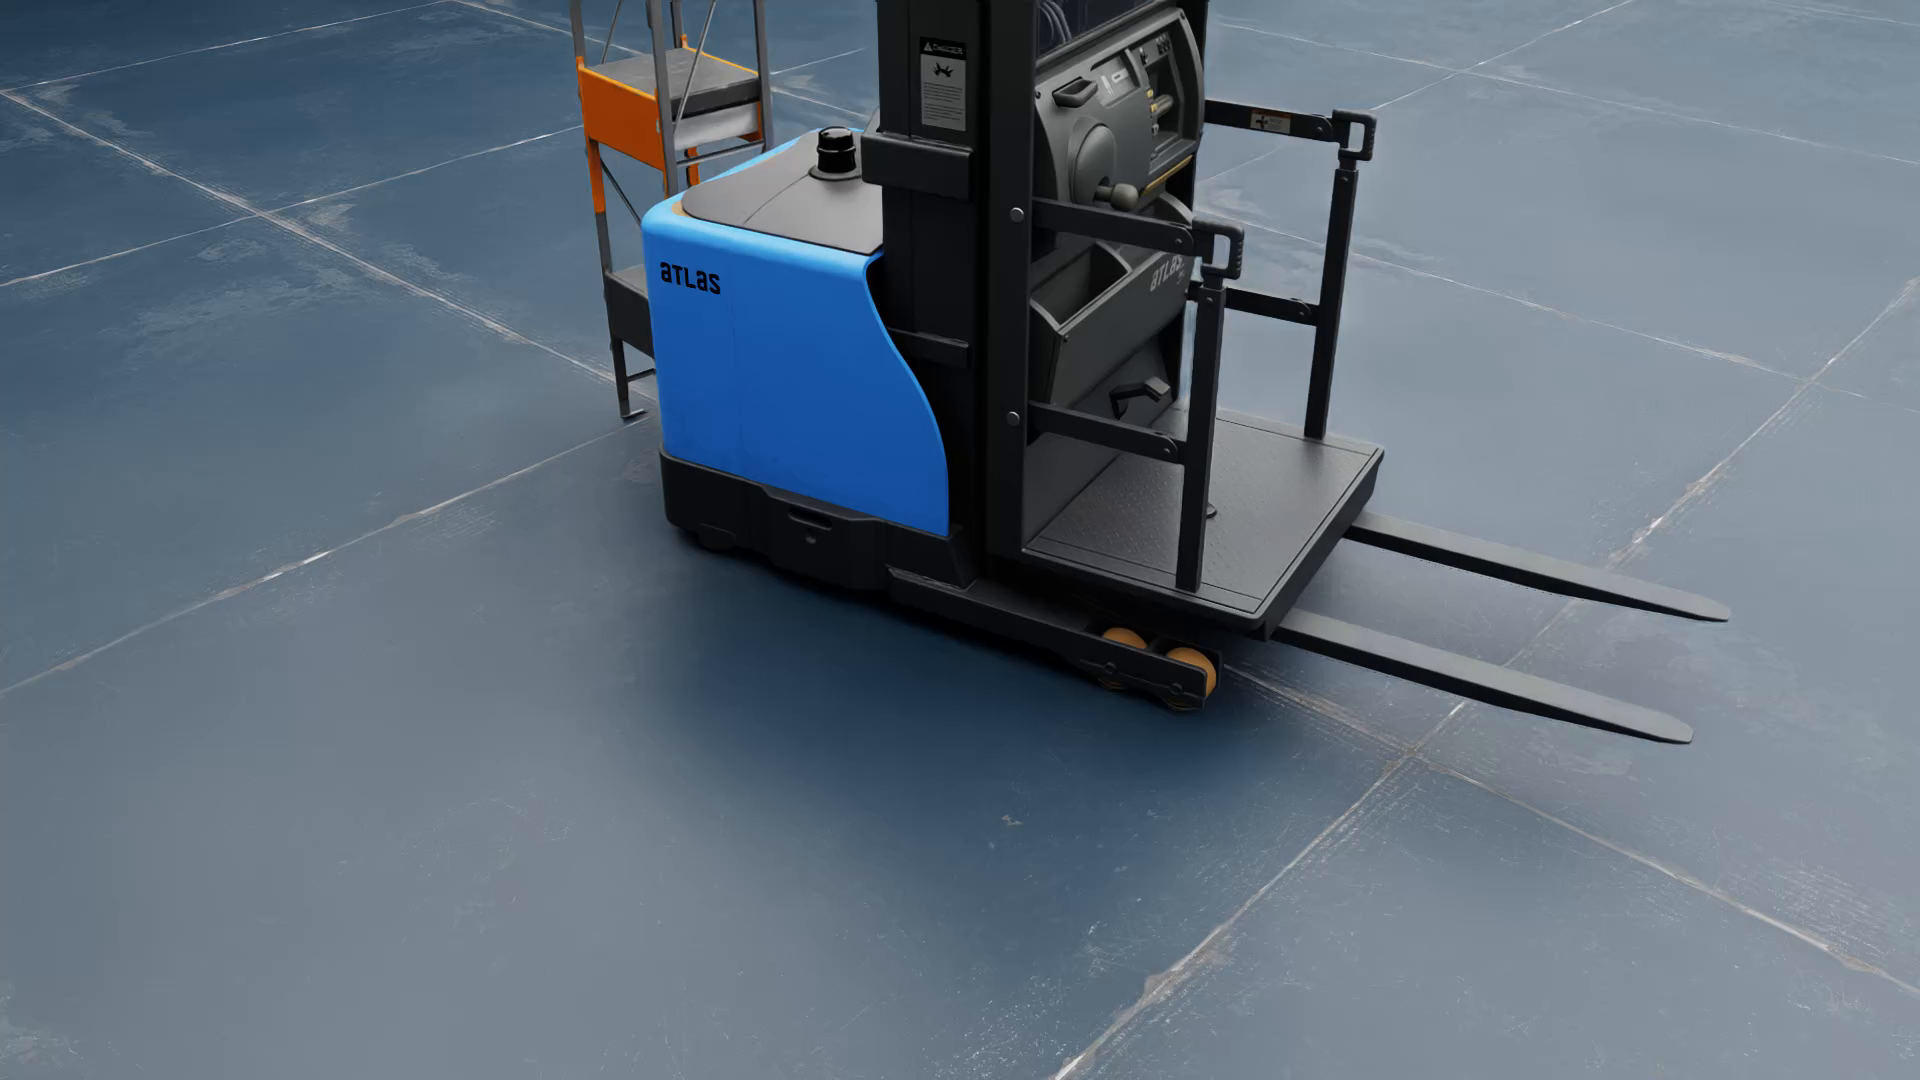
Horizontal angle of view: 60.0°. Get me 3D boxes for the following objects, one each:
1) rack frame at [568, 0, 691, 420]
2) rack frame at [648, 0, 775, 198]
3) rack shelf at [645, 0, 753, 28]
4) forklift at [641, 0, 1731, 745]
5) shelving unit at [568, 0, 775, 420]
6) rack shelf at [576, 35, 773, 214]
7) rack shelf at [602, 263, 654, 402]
[{"bbox_3d":[-1.069,-1.398,5.532,0.400,2.100,0.015,-24,39,-34],"label":"rack frame"},{"bbox_3d":[-0.751,-1.207,5.215,0.400,2.100,0.015,-24,39,-34],"label":"rack frame"},{"bbox_3d":[-0.914,-1.888,5.017,0.431,0.518,0.480,-24,39,-34],"label":"rack shelf"},{"bbox_3d":[0.607,-1.110,4.253,3.031,2.935,1.130,16,35,25],"label":"forklift"},{"bbox_3d":[-0.910,-1.302,5.374,0.431,2.100,0.503,-24,39,-34],"label":"shelving unit"},{"bbox_3d":[-0.910,-1.291,5.381,0.431,0.518,0.480,-24,39,-34],"label":"rack shelf"},{"bbox_3d":[-0.905,-0.693,5.745,0.431,0.518,0.480,-24,39,-34],"label":"rack shelf"}]
